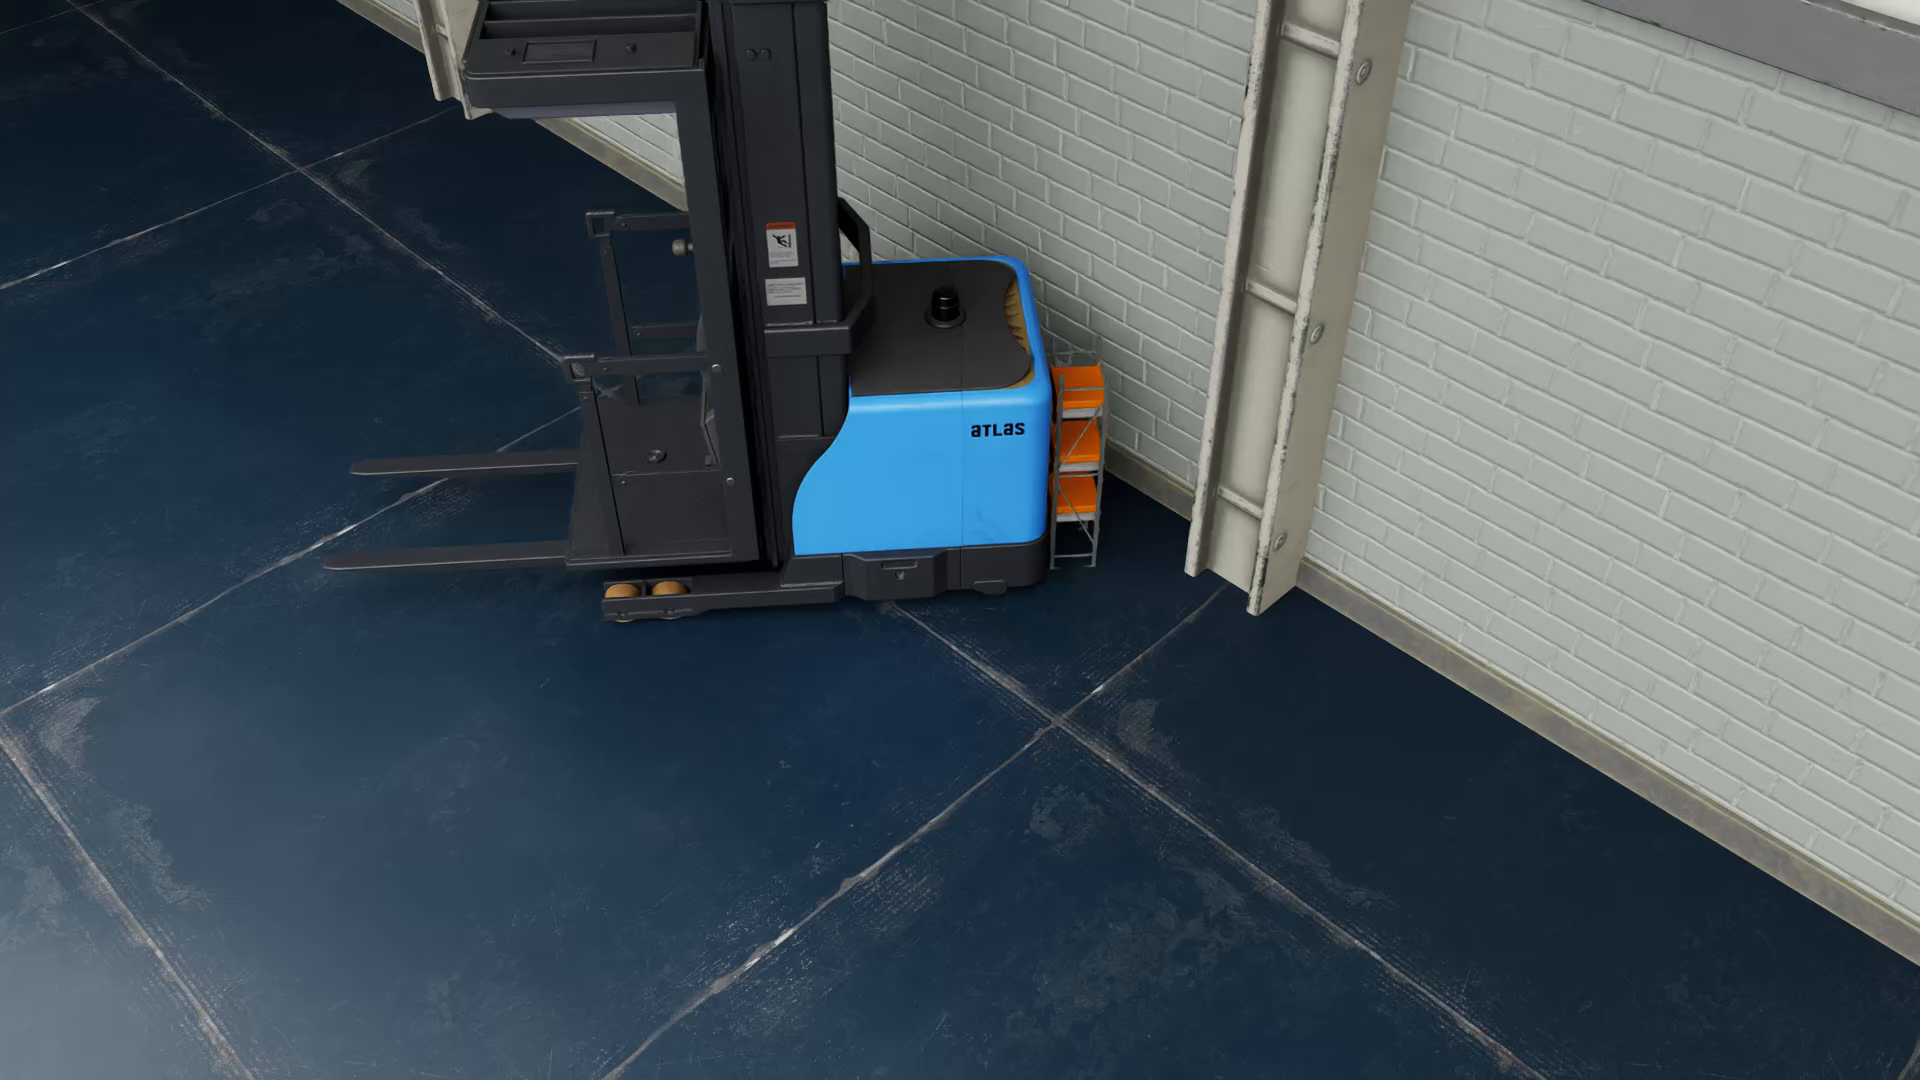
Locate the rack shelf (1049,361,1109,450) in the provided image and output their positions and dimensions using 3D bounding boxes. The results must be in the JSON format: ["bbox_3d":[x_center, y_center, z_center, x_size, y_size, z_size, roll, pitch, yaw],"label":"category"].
[{"bbox_3d":[0.481,-0.549,6.785,0.215,0.259,0.240,-3,43,-3],"label":"rack shelf"}]

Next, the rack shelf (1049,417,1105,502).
[{"bbox_3d":[0.480,-0.340,6.977,0.215,0.259,0.240,-3,43,-3],"label":"rack shelf"}]

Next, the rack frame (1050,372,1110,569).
[{"bbox_3d":[0.490,-0.266,6.881,0.200,1.050,0.008,-3,43,-3],"label":"rack frame"}]

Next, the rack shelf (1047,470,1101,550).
[{"bbox_3d":[0.480,-0.136,7.166,0.215,0.259,0.240,-3,43,-3],"label":"rack shelf"}]

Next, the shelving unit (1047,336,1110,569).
[{"bbox_3d":[0.480,-0.348,6.970,0.215,1.050,0.252,-3,43,-3],"label":"shelving unit"}]

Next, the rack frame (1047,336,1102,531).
[{"bbox_3d":[0.471,-0.431,7.060,0.200,1.050,0.008,-3,43,-3],"label":"rack frame"}]

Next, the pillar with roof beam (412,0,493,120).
[{"bbox_3d":[-6.066,-3.969,5.032,9.100,9.000,0.400,-34,53,-31],"label":"pillar with roof beam"}]

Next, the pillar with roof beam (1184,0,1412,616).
[{"bbox_3d":[-1.829,-1.086,1.912,9.100,9.000,0.400,-34,53,-31],"label":"pillar with roof beam"}]

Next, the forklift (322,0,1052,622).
[{"bbox_3d":[-1.172,-1.107,6.405,3.031,2.935,1.130,-3,43,-3],"label":"forklift"}]
